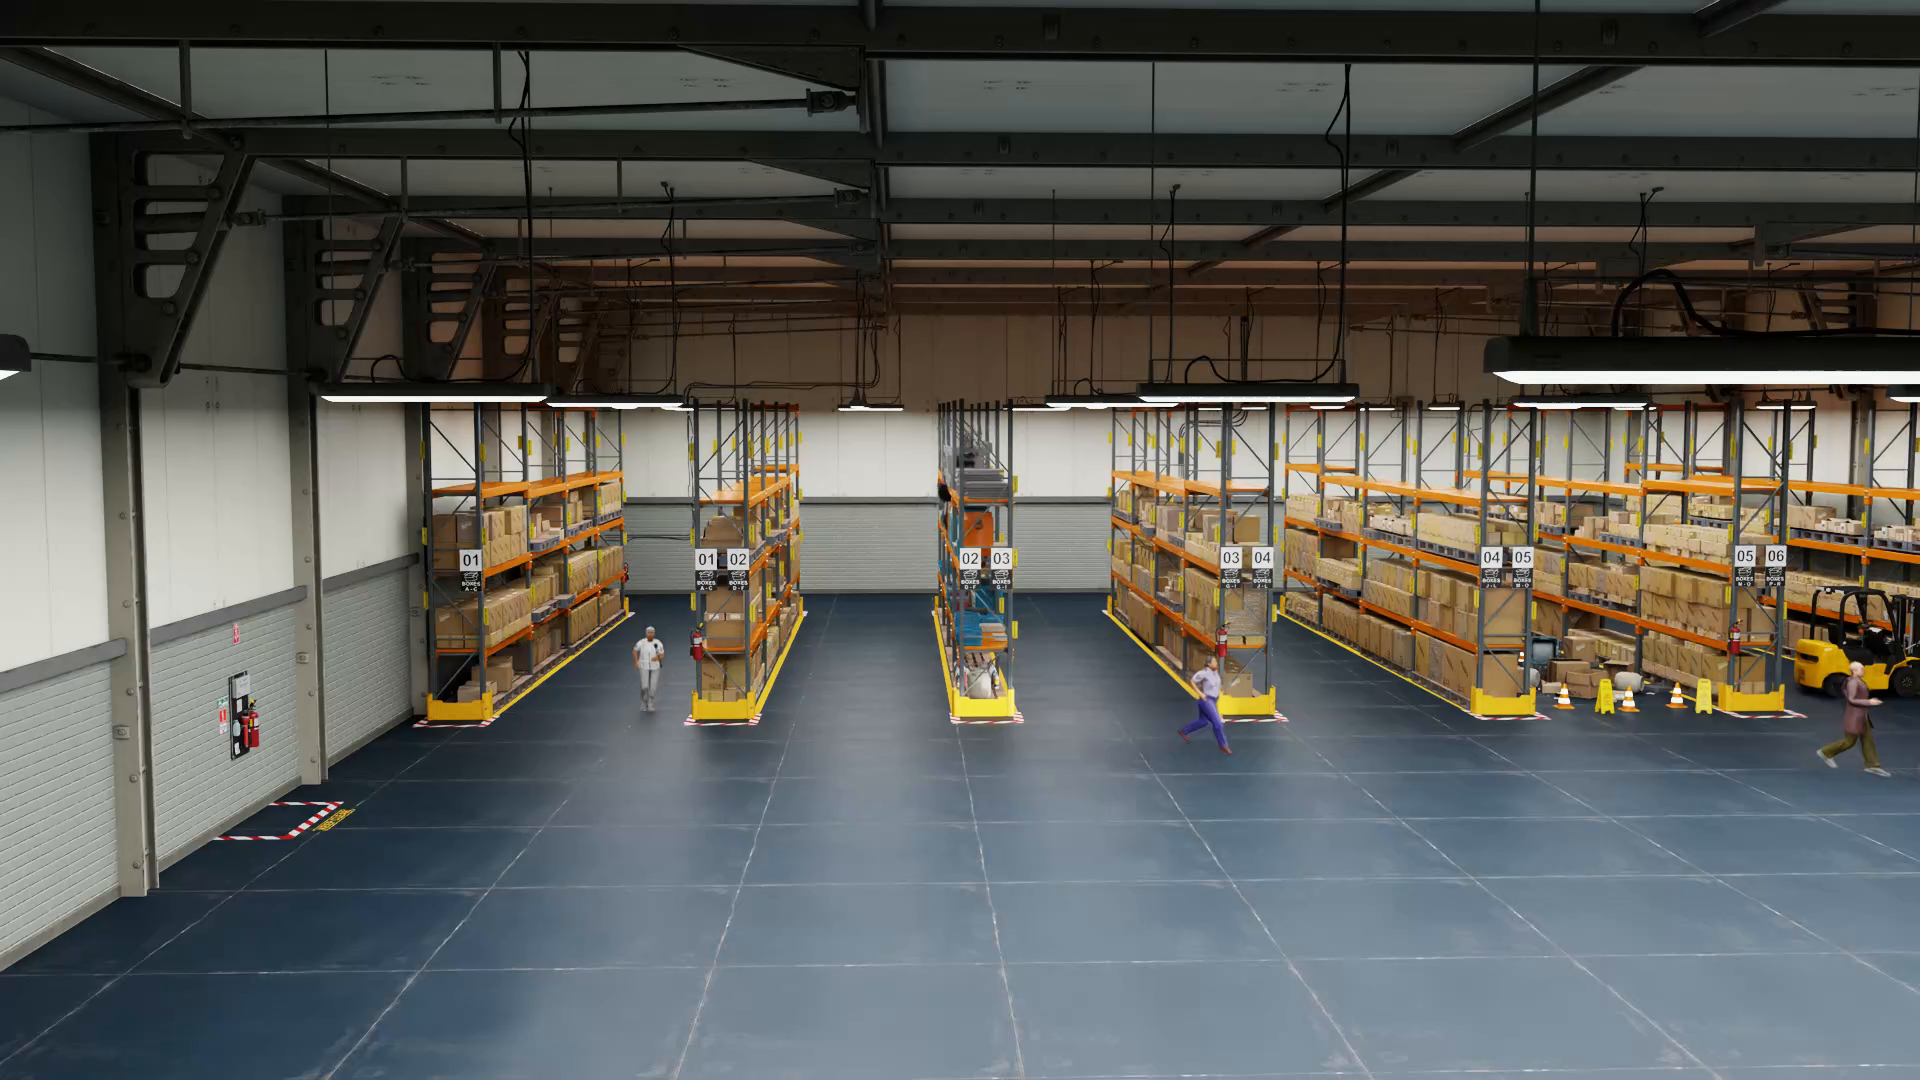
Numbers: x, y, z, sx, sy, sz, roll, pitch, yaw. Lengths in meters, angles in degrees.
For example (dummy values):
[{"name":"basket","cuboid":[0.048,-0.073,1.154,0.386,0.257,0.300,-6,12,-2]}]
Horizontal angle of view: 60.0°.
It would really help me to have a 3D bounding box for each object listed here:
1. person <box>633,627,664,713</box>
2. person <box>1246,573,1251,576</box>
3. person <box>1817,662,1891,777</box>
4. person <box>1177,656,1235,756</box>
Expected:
[{"name":"person","cuboid":[-5.953,2.480,31.872,0.575,1.644,0.645,-1,5,-16]},{"name":"person","cuboid":[8.092,1.263,48.224,0.557,1.622,0.697,-4,6,-40]},{"name":"person","cuboid":[14.164,2.817,26.309,1.049,1.781,0.710,4,6,40]},{"name":"person","cuboid":[4.179,2.822,28.148,1.071,1.589,0.572,2,5,25]}]
